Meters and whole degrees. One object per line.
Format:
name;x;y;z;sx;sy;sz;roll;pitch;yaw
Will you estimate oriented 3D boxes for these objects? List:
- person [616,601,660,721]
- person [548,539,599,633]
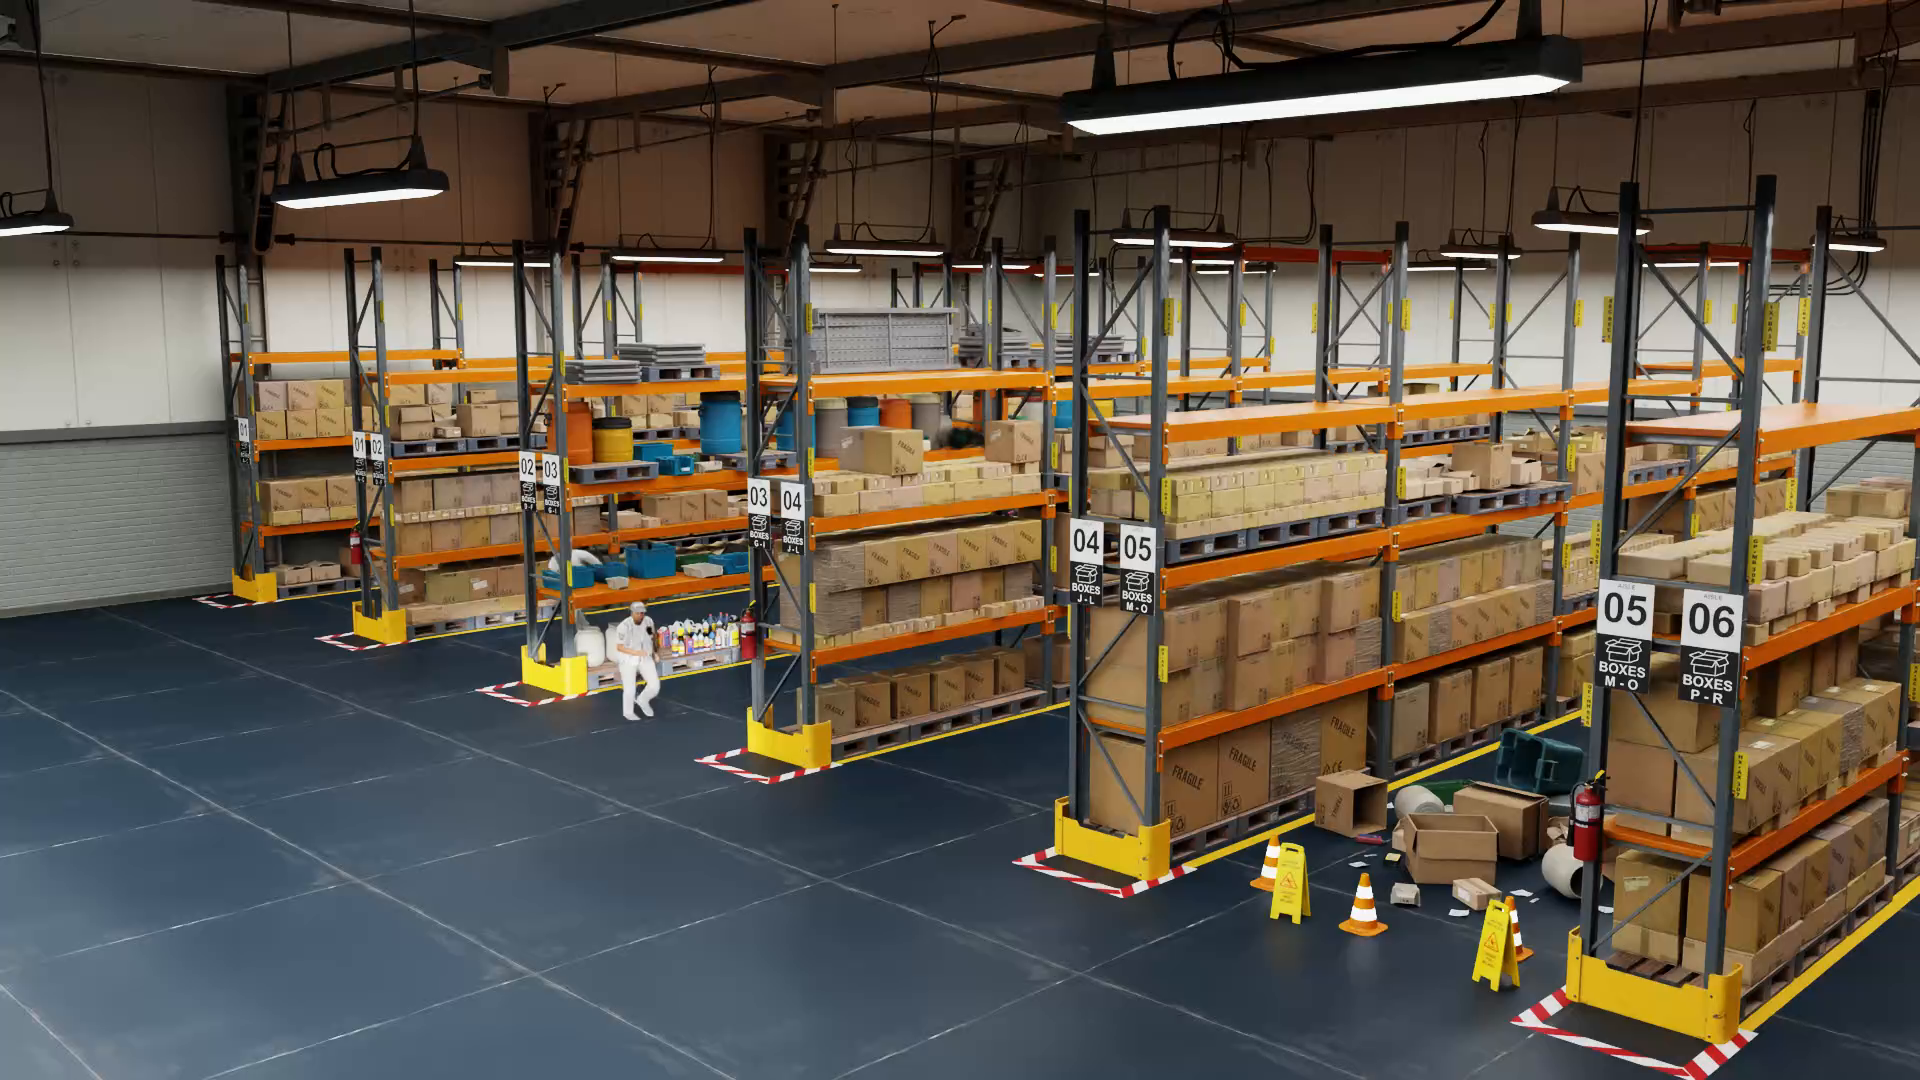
person;-3.980;1.504;20.555;0.596;1.566;0.799;-5;9;-29
person;-5.839;0.767;25.169;0.699;1.697;1.005;3;9;19
